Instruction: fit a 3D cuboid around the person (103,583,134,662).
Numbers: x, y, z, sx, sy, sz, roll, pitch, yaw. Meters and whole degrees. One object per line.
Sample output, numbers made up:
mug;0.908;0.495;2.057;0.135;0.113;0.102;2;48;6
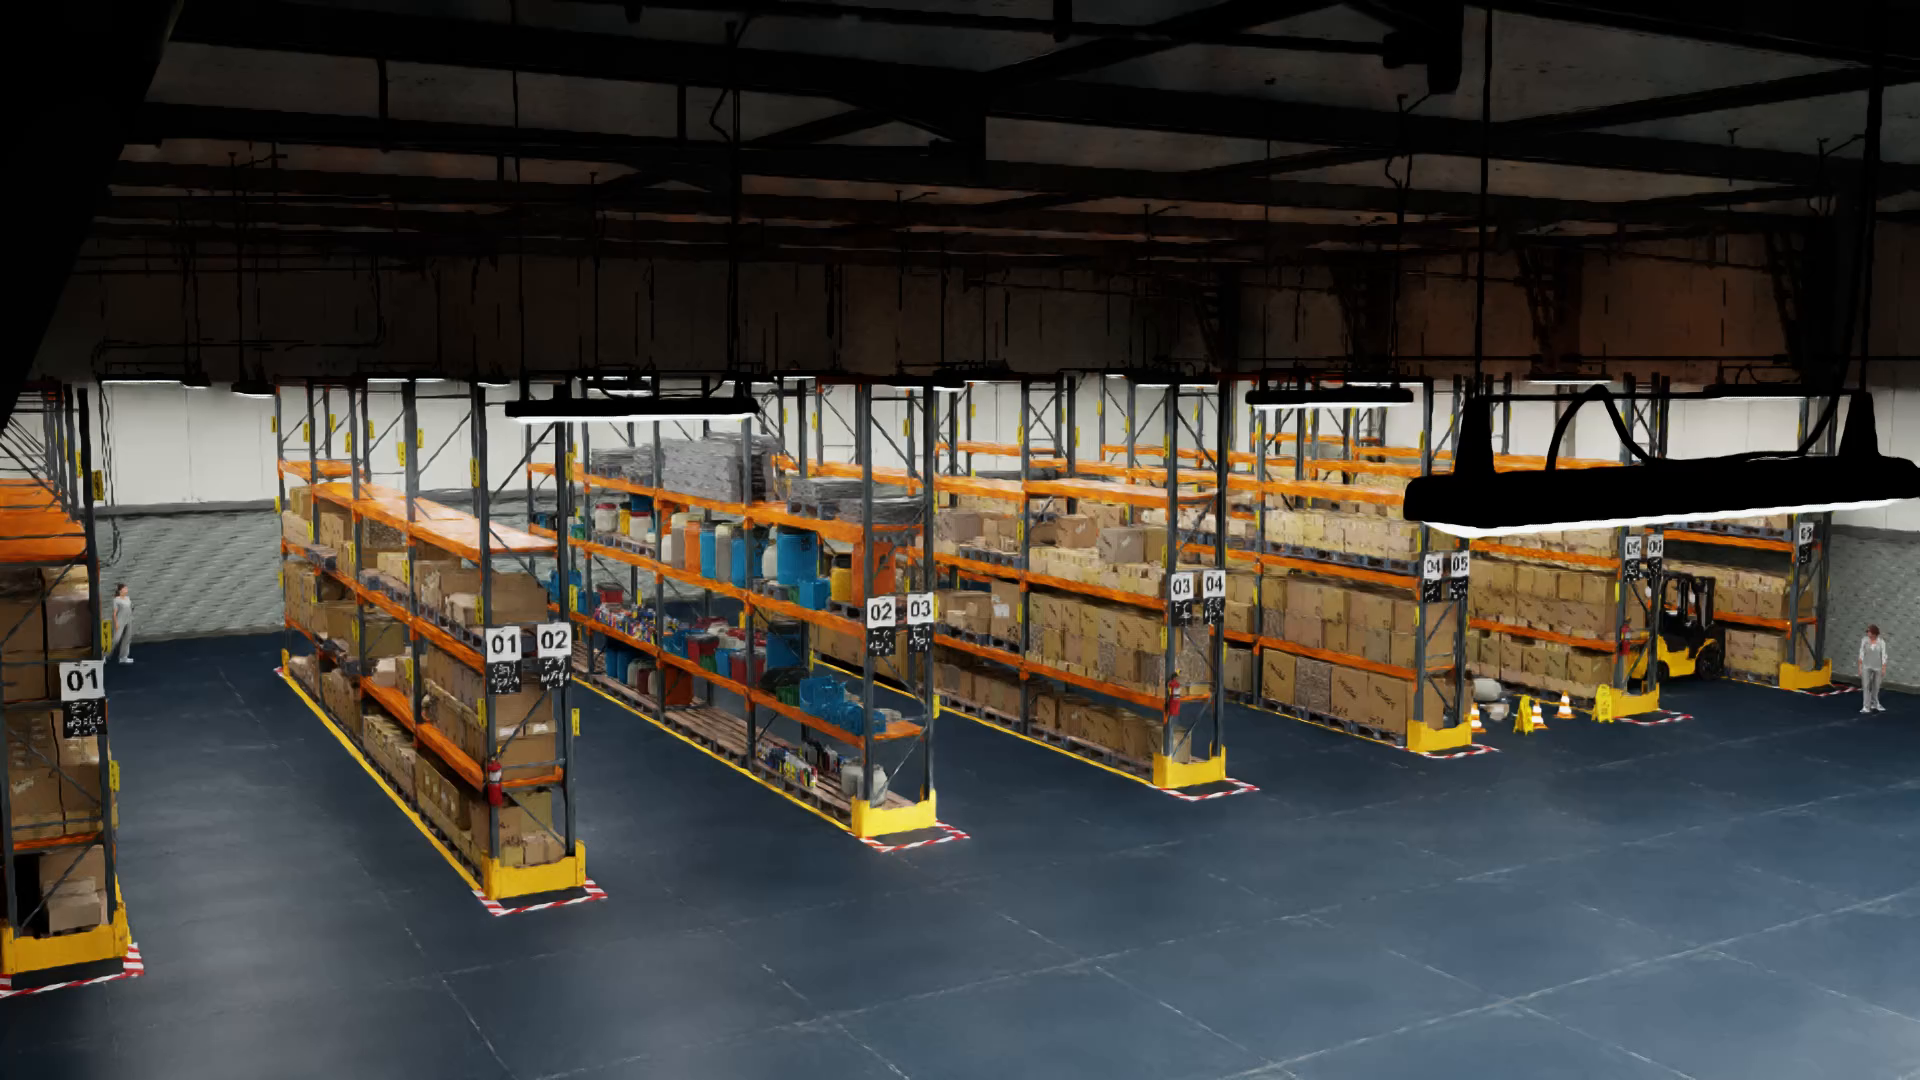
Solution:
person;-17.507;1.733;34.496;0.495;1.665;0.650;2;7;19

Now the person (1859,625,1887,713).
person;16.351;2.294;29.781;0.470;1.589;0.518;3;7;27
